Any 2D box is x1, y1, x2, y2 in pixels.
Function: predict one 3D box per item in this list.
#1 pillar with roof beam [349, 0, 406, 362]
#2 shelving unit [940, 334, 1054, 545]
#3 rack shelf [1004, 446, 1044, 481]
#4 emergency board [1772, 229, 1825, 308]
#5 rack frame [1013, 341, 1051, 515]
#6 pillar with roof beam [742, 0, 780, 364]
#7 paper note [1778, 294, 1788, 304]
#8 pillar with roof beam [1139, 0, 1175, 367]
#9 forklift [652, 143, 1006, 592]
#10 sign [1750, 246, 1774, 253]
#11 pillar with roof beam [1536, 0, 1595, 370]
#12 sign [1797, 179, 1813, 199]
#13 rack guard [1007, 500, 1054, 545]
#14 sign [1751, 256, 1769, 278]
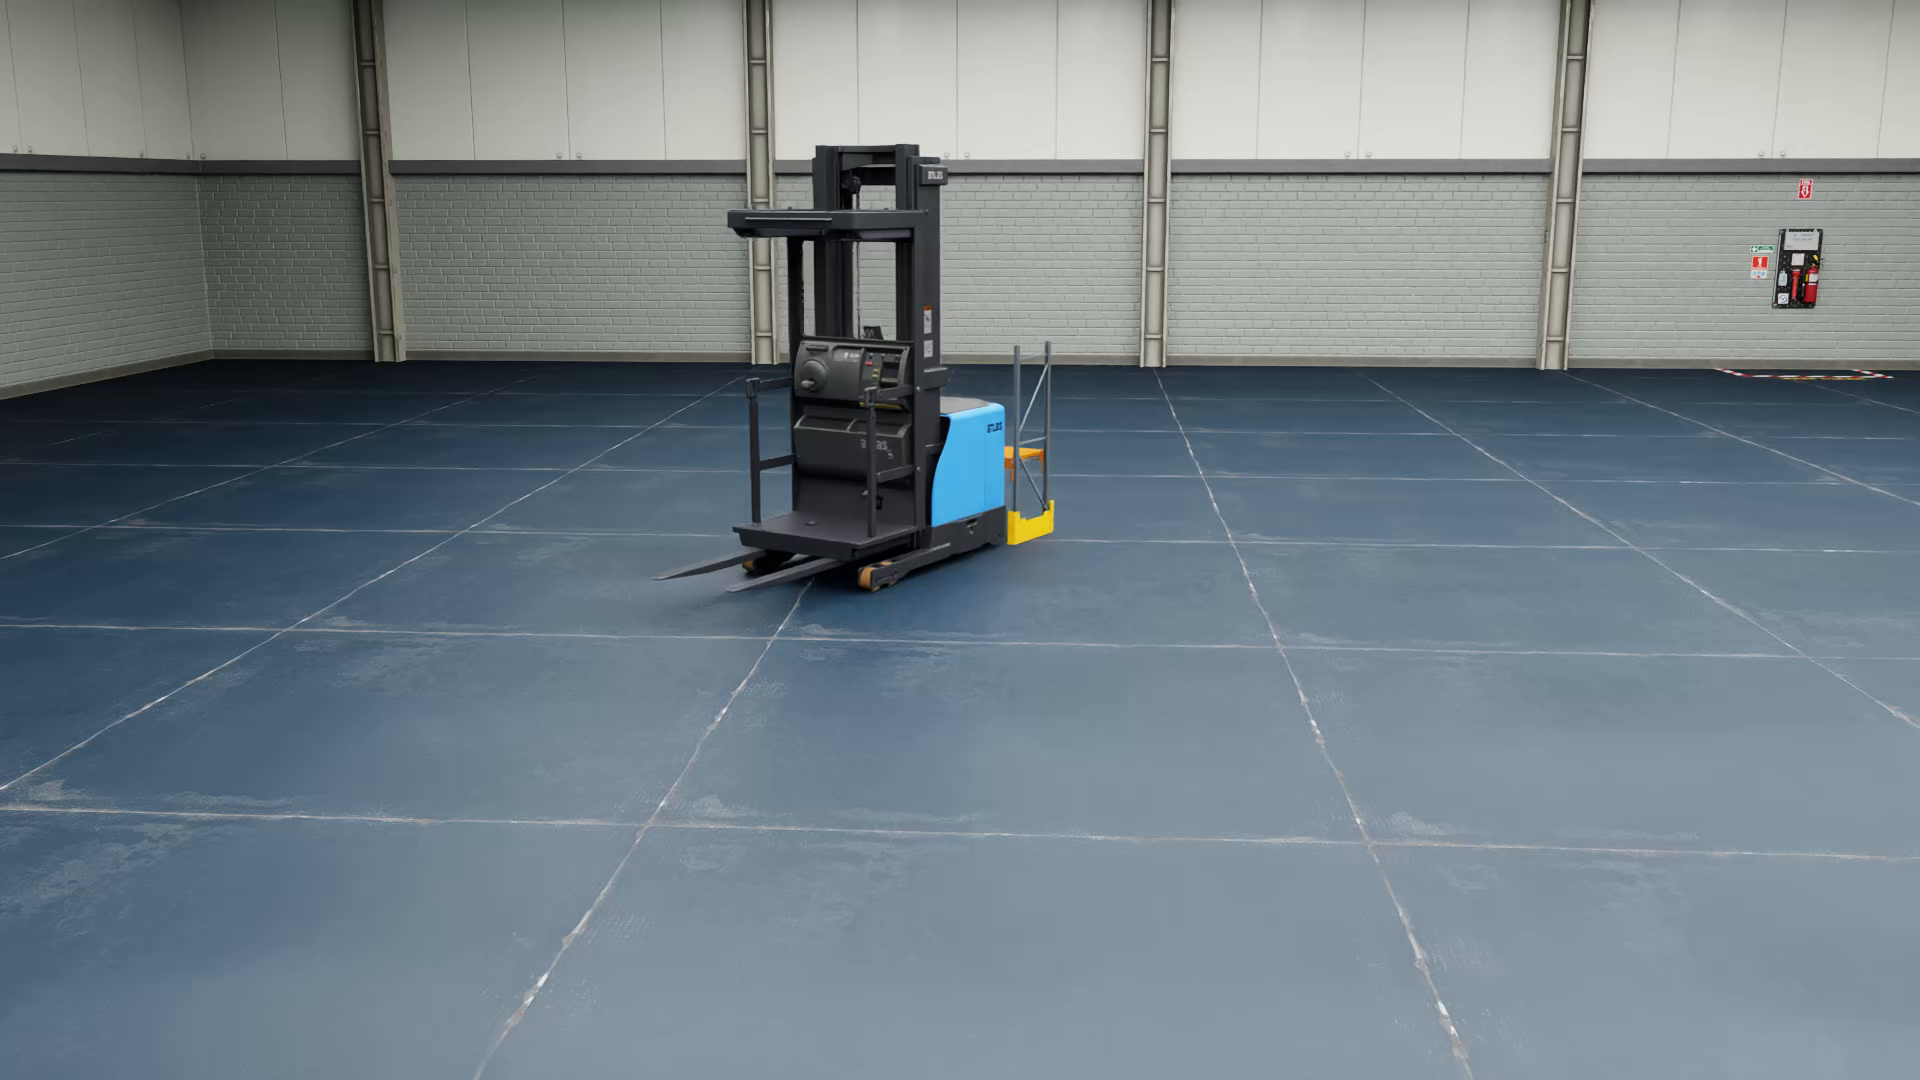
[{"bbox_3d":[-9.303,-6.364,21.213,0.400,9.000,9.100,1,12,4],"label":"pillar with roof beam"},{"bbox_3d":[0.130,-0.809,12.968,1.083,1.500,0.587,8,14,32],"label":"shelving unit"},{"bbox_3d":[0.122,-0.634,13.010,1.000,0.185,0.538,8,14,32],"label":"rack shelf"},{"bbox_3d":[12.467,-4.020,24.661,0.643,1.169,0.194,1,12,4],"label":"emergency board"},{"bbox_3d":[0.548,-0.753,12.701,0.032,1.500,0.500,8,14,32],"label":"rack frame"},{"bbox_3d":[-3.317,-6.282,20.821,0.400,9.000,9.100,1,12,4],"label":"pillar with roof beam"},{"bbox_3d":[12.295,-3.606,24.830,0.142,0.148,0.016,1,12,4],"label":"paper note"},{"bbox_3d":[2.670,-6.200,20.428,0.400,9.000,9.100,1,12,4],"label":"pillar with roof beam"},{"bbox_3d":[-0.863,-1.200,11.348,1.130,2.935,3.031,7,14,32],"label":"forklift"},{"bbox_3d":[11.927,-4.324,24.731,0.331,0.109,0.001,1,12,4],"label":"sign"},{"bbox_3d":[8.656,-6.118,20.036,0.400,9.000,9.100,1,12,4],"label":"pillar with roof beam"},{"bbox_3d":[12.466,-5.175,24.521,0.199,0.298,0.001,1,12,4],"label":"sign"},{"bbox_3d":[0.546,-0.141,12.829,0.087,0.250,0.587,8,14,32],"label":"rack guard"},{"bbox_3d":[11.923,-4.066,24.794,0.234,0.329,0.001,1,12,4],"label":"sign"}]
